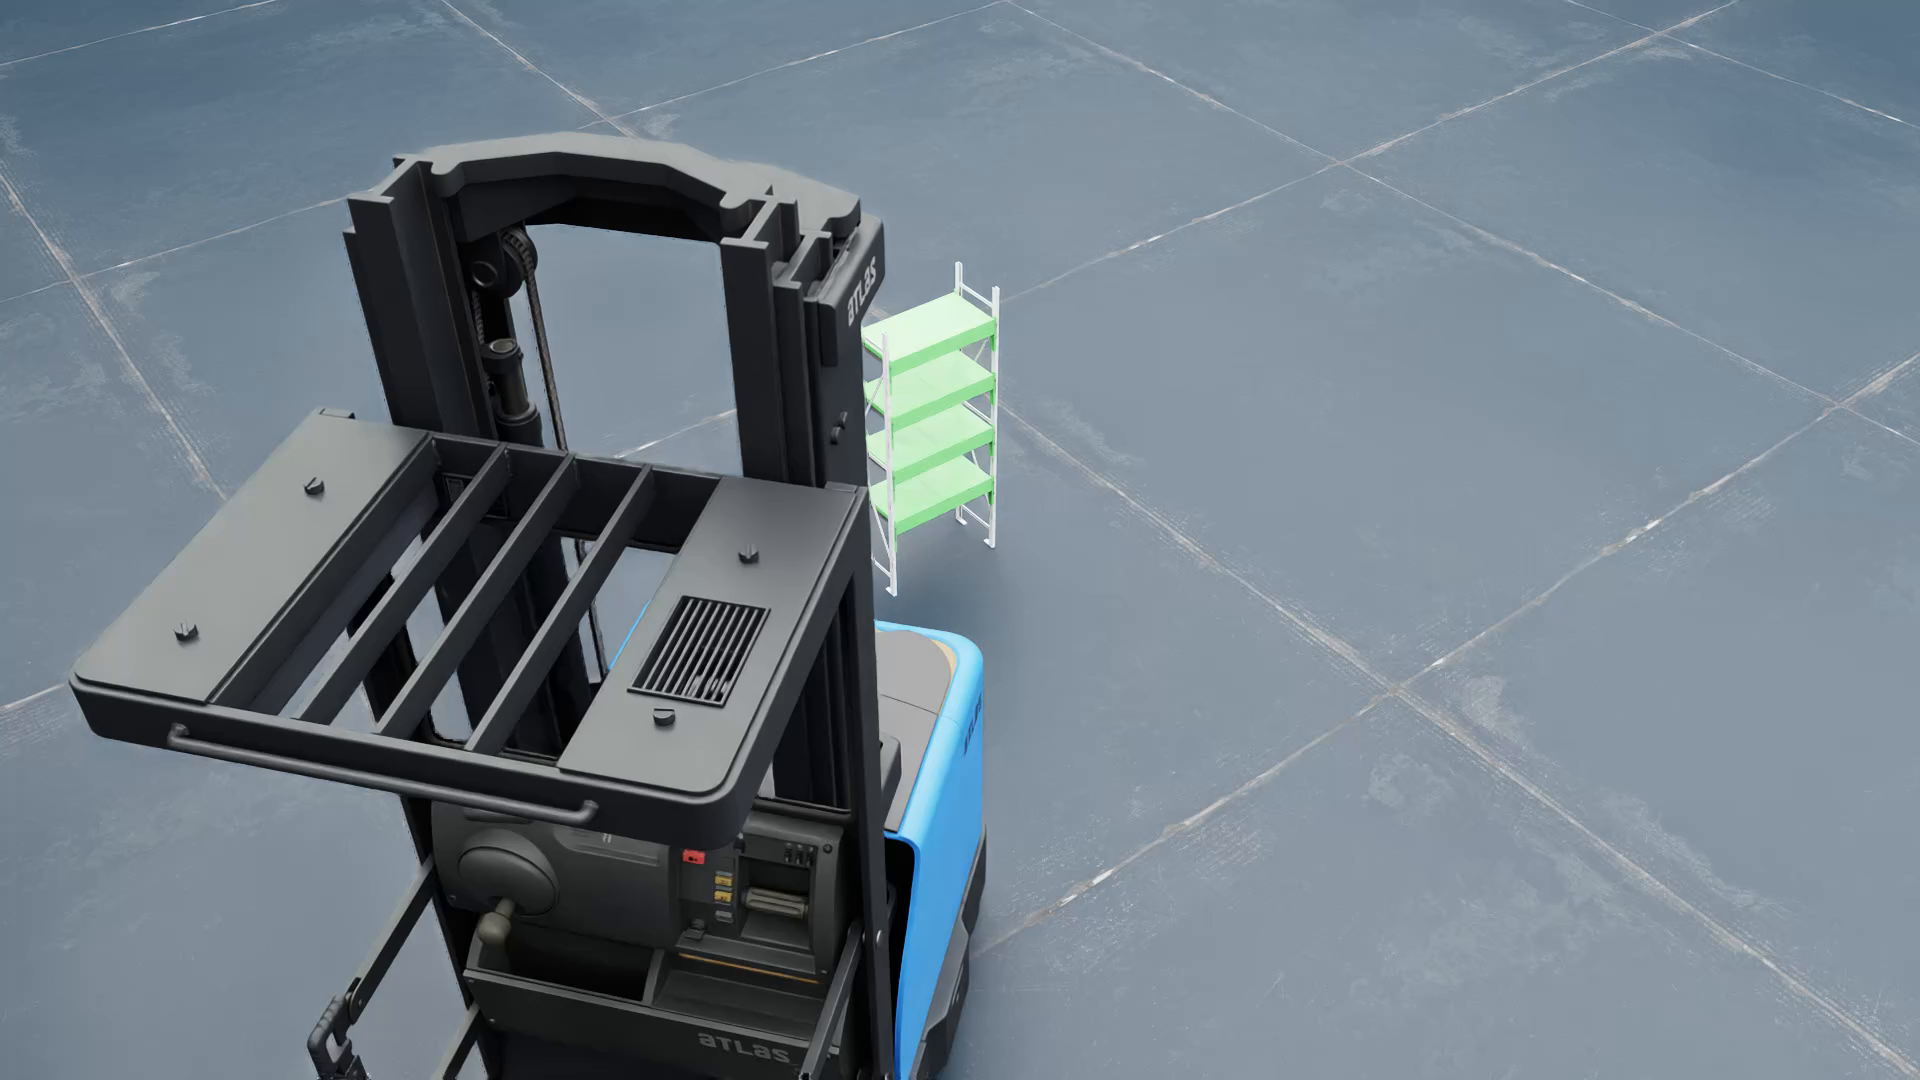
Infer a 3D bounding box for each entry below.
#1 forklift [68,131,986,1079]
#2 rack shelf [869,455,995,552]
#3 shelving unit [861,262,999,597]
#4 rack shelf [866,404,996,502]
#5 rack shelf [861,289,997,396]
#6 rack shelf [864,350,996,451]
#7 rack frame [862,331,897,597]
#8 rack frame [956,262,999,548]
[{"bbox_3d":[-0.758,0.810,3.452,1.130,2.935,3.031,9,40,10],"label":"forklift"},{"bbox_3d":[-0.131,-0.165,6.484,0.480,0.148,0.258,-26,46,-28],"label":"rack shelf"},{"bbox_3d":[-0.131,-0.400,6.291,0.503,1.200,0.258,-26,46,-28],"label":"shelving unit"},{"bbox_3d":[-0.131,-0.351,6.332,0.480,0.148,0.258,-26,46,-28],"label":"rack shelf"},{"bbox_3d":[-0.131,-0.722,6.028,0.480,0.148,0.258,-26,46,-28],"label":"rack shelf"},{"bbox_3d":[-0.131,-0.536,6.180,0.480,0.148,0.258,-26,46,-28],"label":"rack shelf"},{"bbox_3d":[-0.325,-0.306,6.177,0.015,1.200,0.240,-26,46,-28],"label":"rack frame"},{"bbox_3d":[0.062,-0.494,6.406,0.015,1.200,0.240,-26,46,-28],"label":"rack frame"}]
